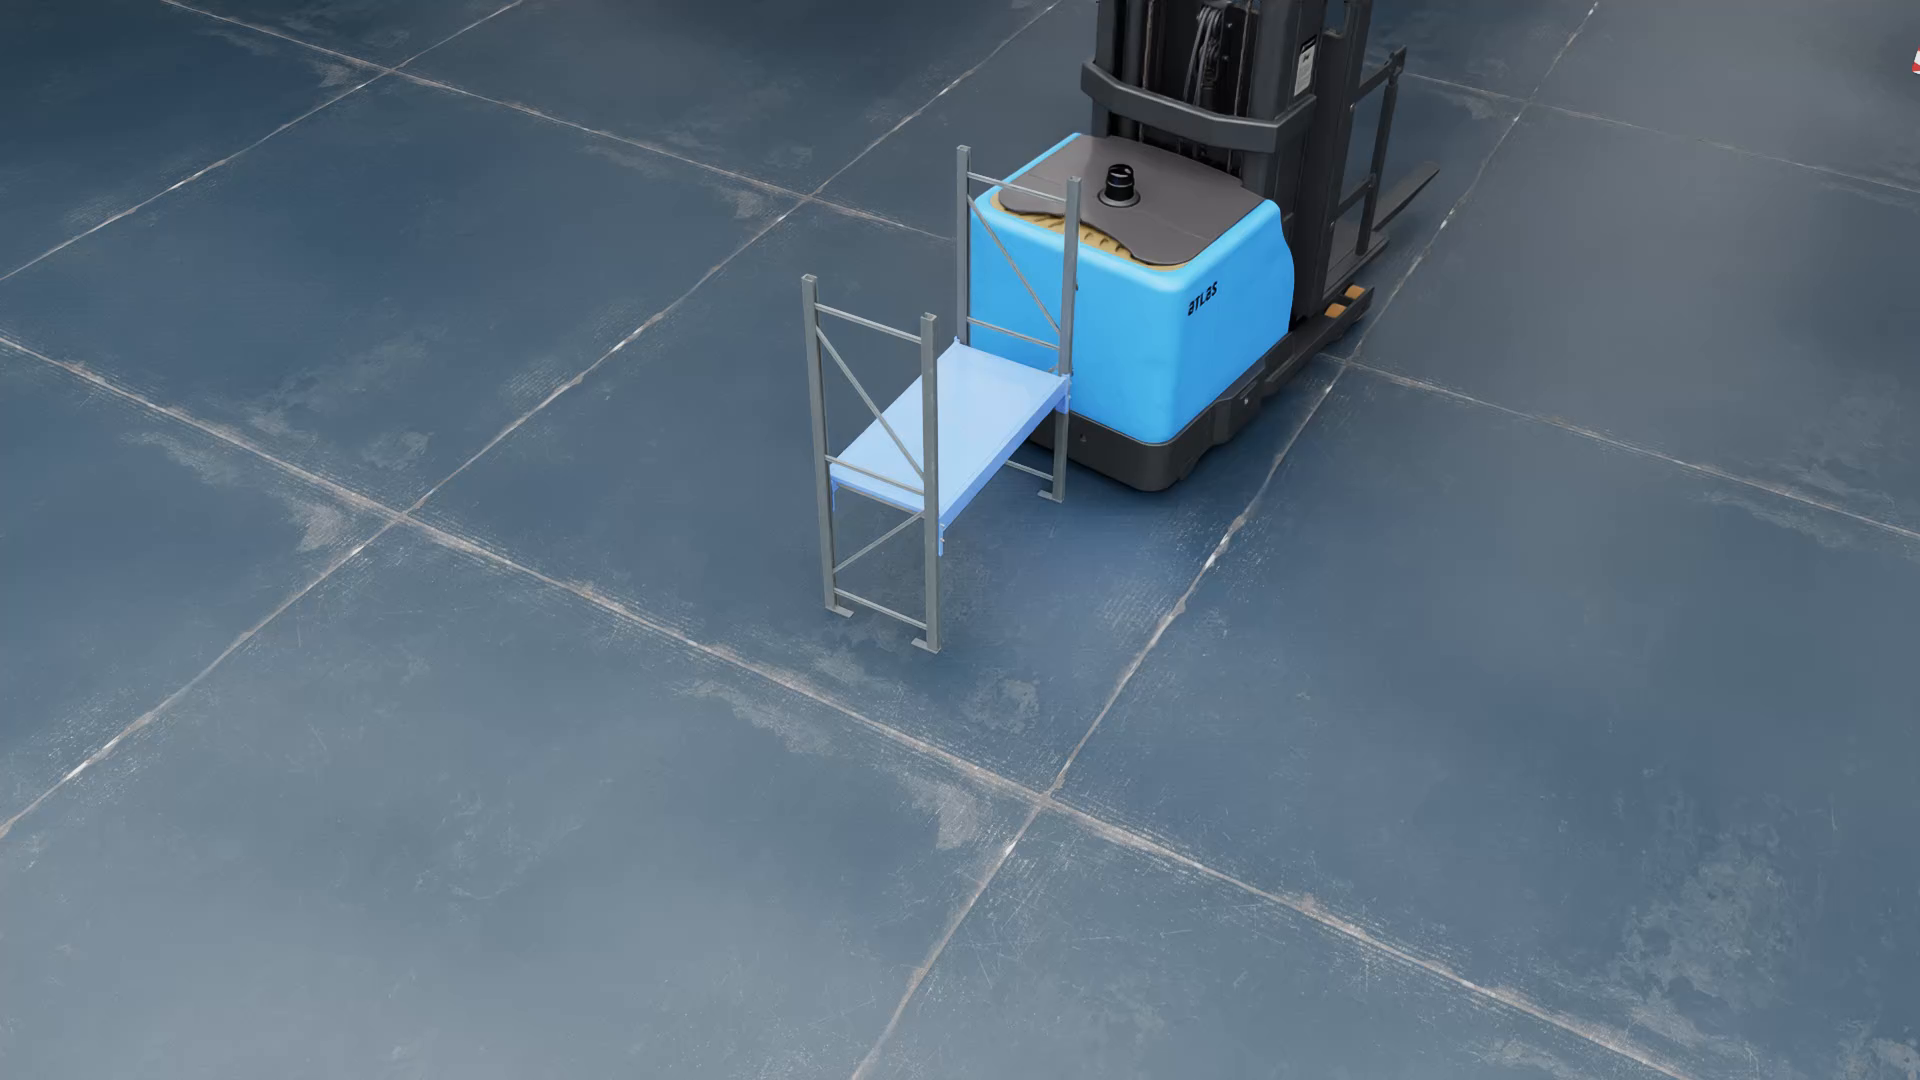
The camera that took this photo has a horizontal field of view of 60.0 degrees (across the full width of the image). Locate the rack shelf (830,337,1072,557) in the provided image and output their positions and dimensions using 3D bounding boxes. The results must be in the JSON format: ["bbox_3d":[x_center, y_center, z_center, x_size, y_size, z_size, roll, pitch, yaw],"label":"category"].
[{"bbox_3d":[-0.043,-0.379,6.318,0.538,0.185,1.000,21,45,22],"label":"rack shelf"}]

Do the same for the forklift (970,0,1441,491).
[{"bbox_3d":[1.311,-2.224,7.057,1.130,2.935,3.031,27,48,27],"label":"forklift"}]

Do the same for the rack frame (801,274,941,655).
[{"bbox_3d":[-0.297,-0.223,5.869,0.500,1.500,0.032,21,45,22],"label":"rack frame"}]

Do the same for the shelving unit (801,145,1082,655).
[{"bbox_3d":[-0.043,-0.514,6.199,0.538,1.500,1.048,21,45,22],"label":"shelving unit"}]

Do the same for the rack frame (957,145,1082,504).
[{"bbox_3d":[0.212,-0.805,6.529,0.500,1.500,0.032,21,45,22],"label":"rack frame"}]
